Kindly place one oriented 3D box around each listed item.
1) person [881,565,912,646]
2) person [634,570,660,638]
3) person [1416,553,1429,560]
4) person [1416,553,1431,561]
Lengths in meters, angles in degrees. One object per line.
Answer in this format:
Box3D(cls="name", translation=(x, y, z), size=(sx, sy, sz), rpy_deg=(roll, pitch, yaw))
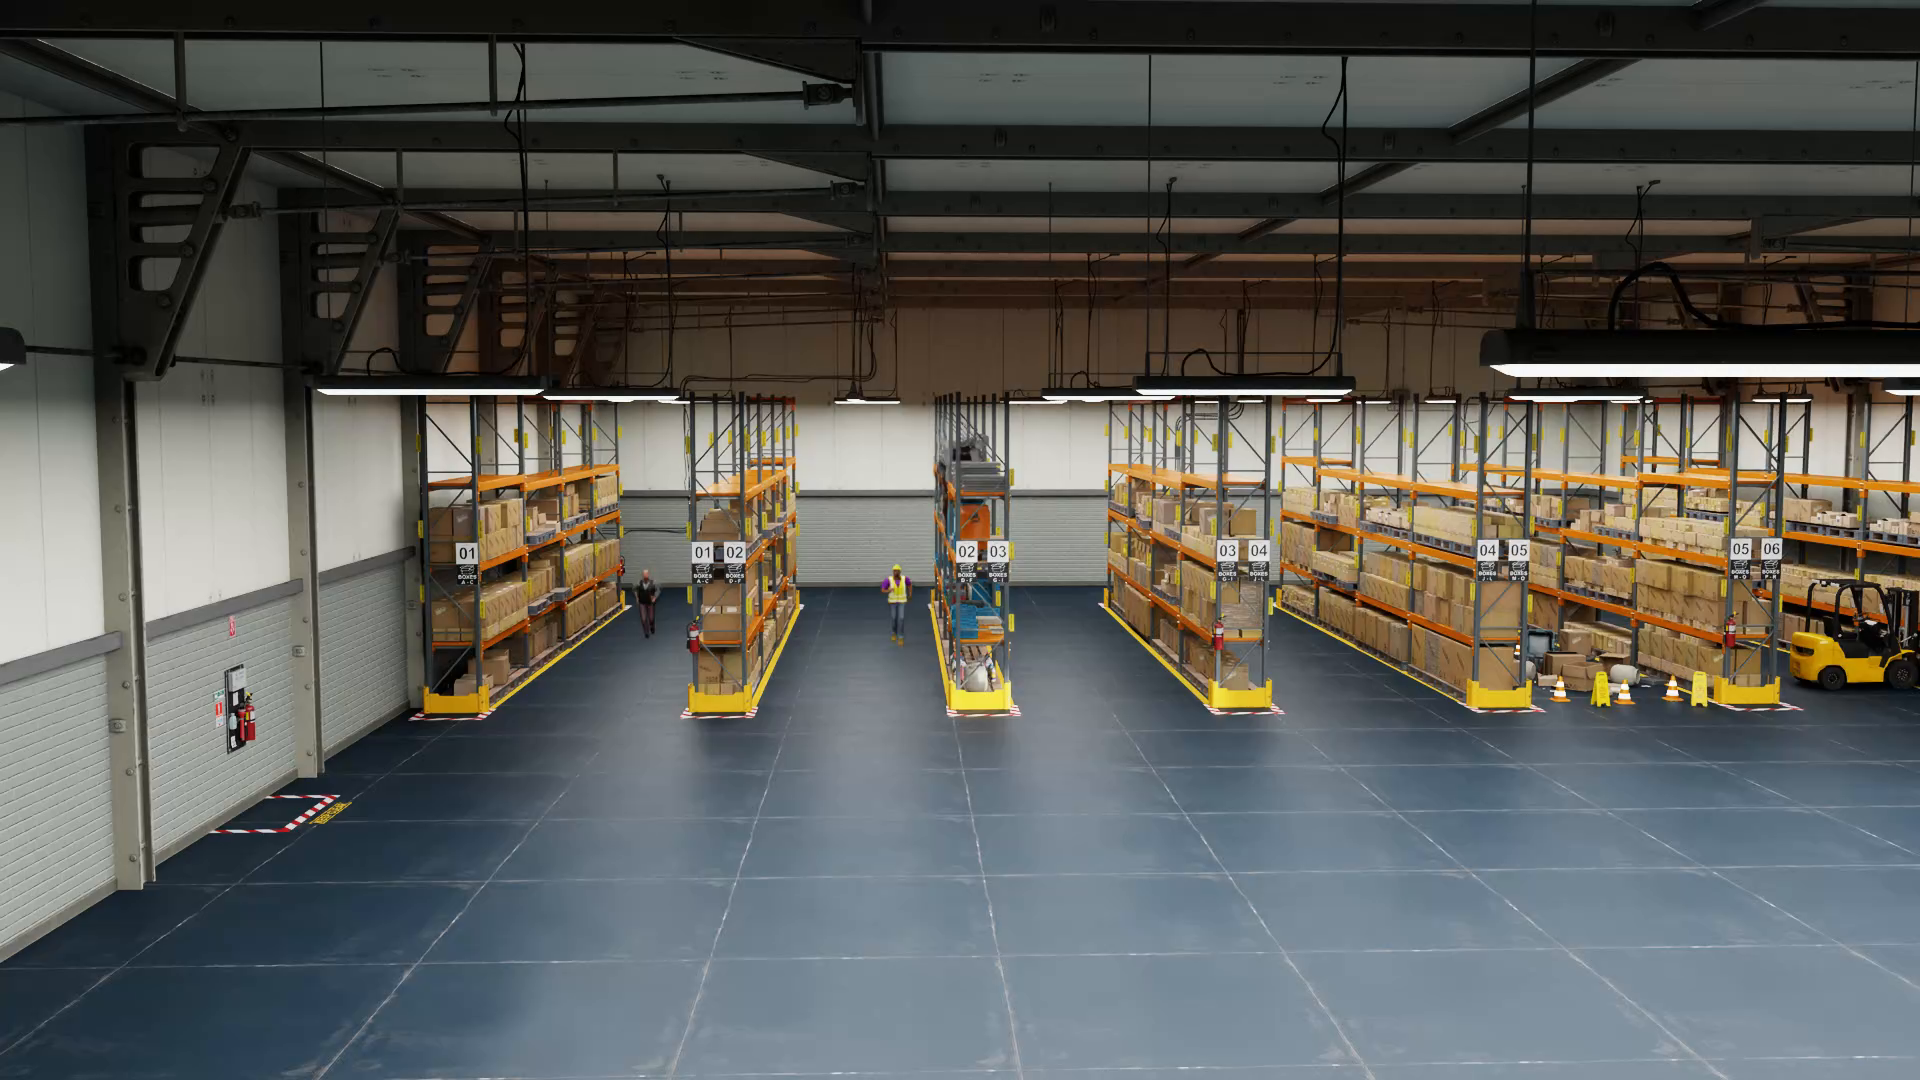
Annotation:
Box3D(cls="person", translation=(-1.455, 1.480, 38.199), size=(0.730, 1.841, 0.773), rpy_deg=(0, 5, -4))
Box3D(cls="person", translation=(-7.756, 1.588, 41.163), size=(0.643, 1.677, 0.538), rpy_deg=(0, 5, -4))
Box3D(cls="person", translation=(14.017, 0.855, 50.488), size=(0.578, 1.645, 0.616), rpy_deg=(-2, 5, -20))
Box3D(cls="person", translation=(13.539, 0.936, 49.041), size=(0.957, 1.667, 0.569), rpy_deg=(0, 5, -3))
